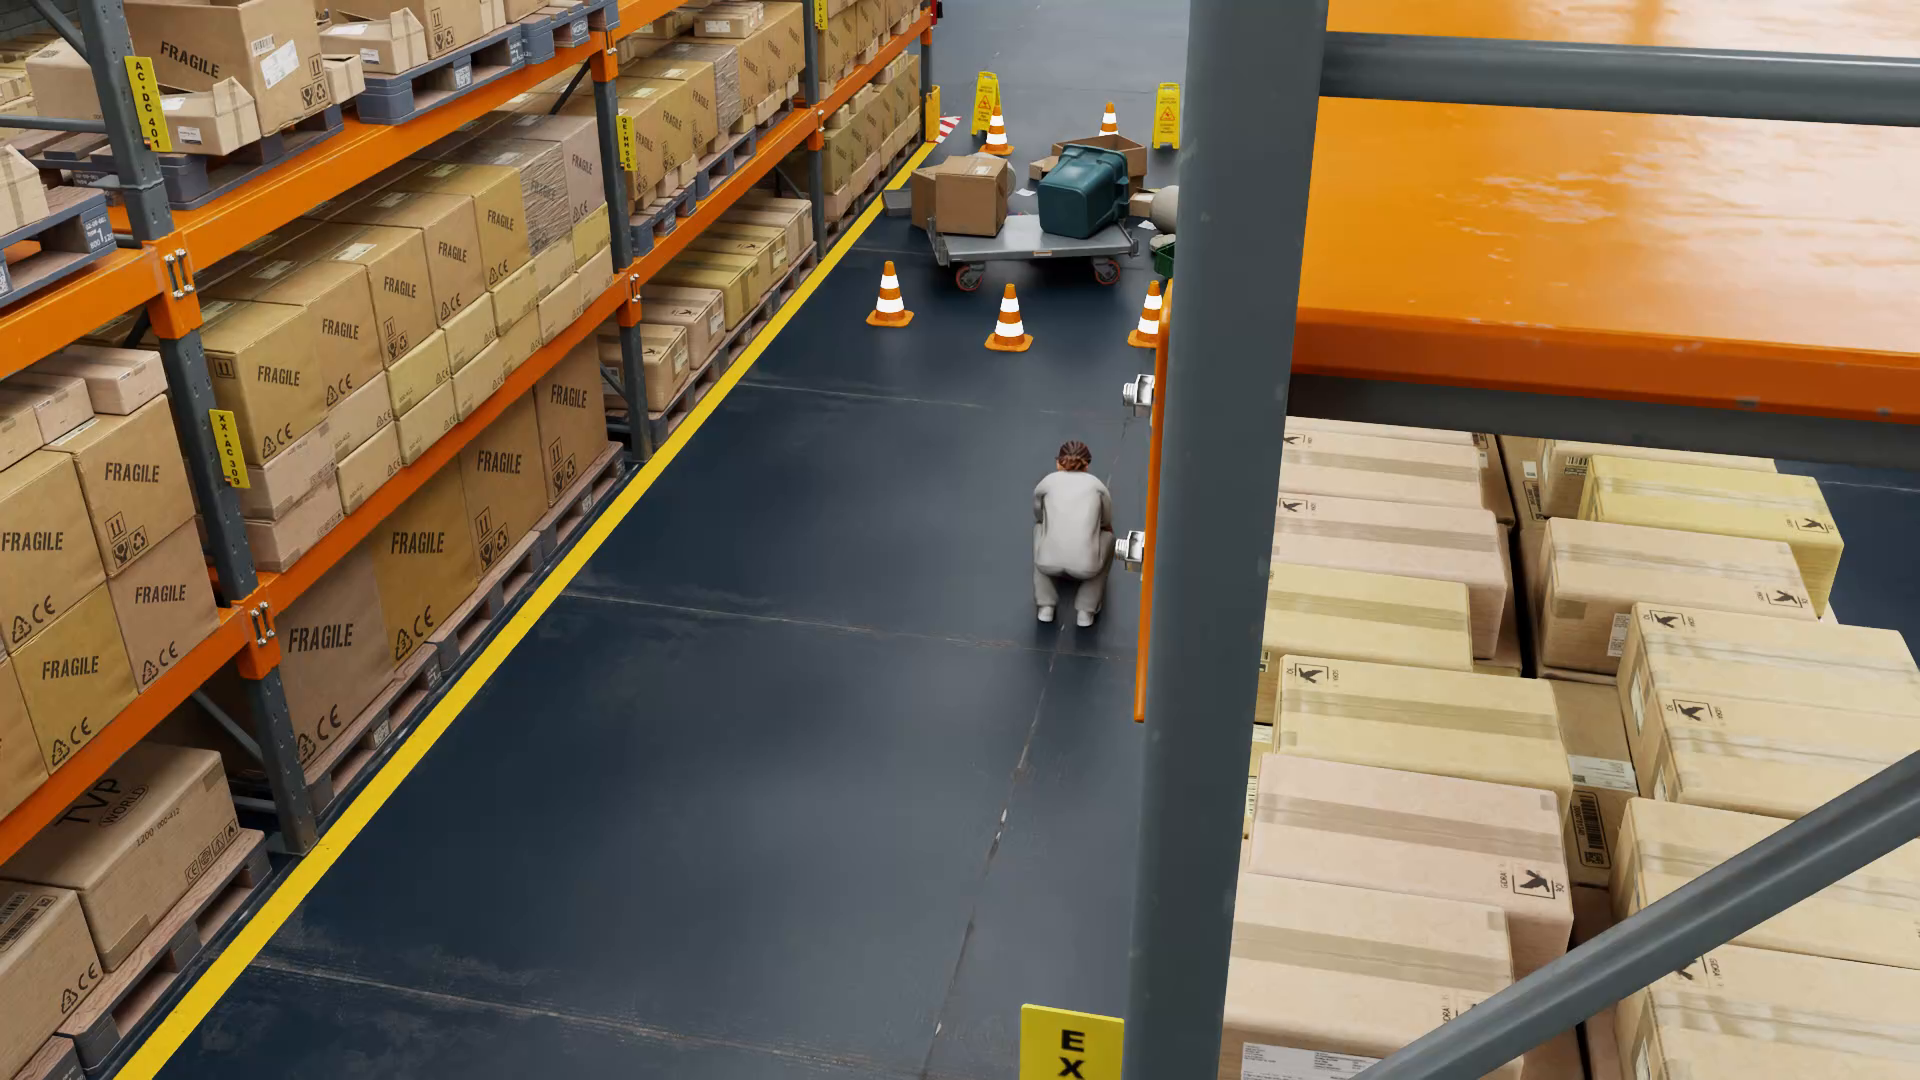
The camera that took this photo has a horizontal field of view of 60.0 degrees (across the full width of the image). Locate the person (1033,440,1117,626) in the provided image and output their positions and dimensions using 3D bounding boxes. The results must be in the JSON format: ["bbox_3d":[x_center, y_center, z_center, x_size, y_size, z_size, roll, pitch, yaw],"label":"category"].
[{"bbox_3d":[0.611,-0.030,9.058,0.478,0.833,0.802,6,29,11],"label":"person"}]
